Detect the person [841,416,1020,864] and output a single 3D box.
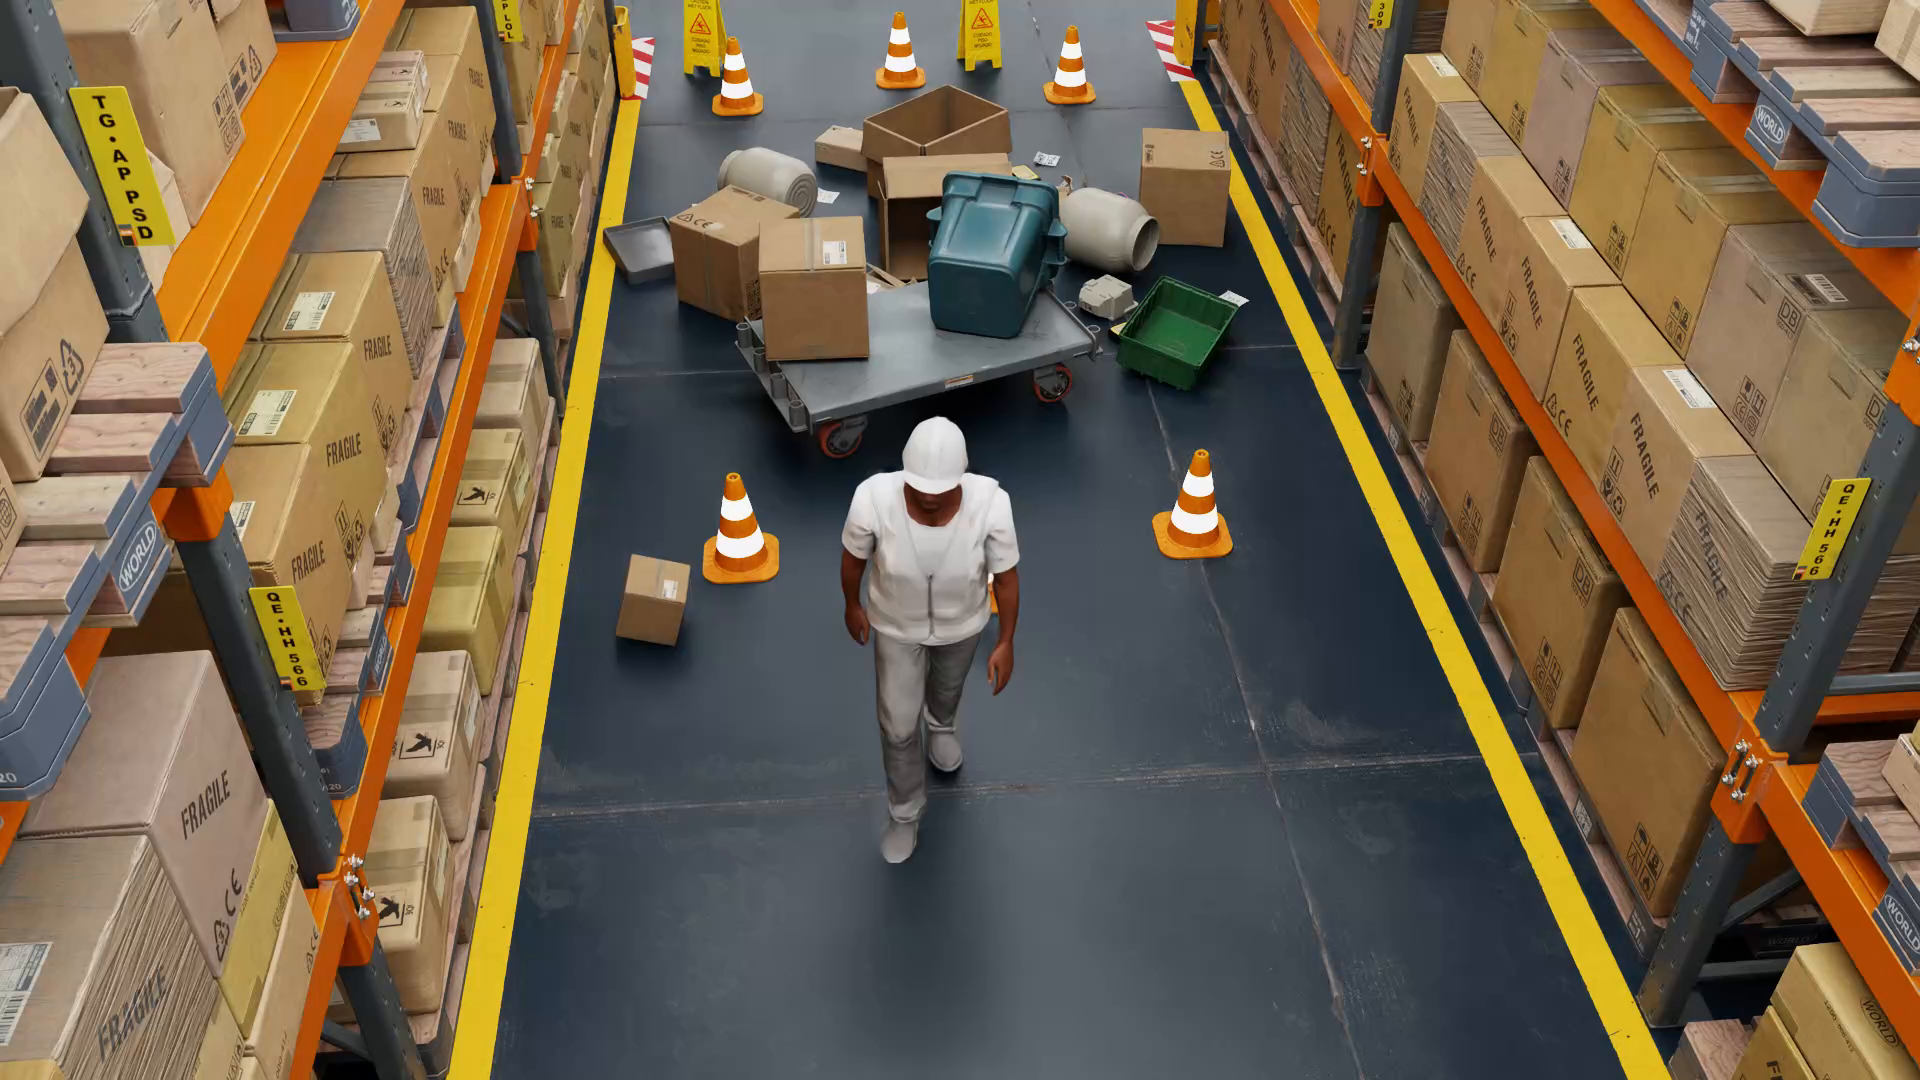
[{"bbox_3d":[-0.105,0.293,5.802,0.598,1.825,0.703,-4,39,-5],"label":"person"}]
